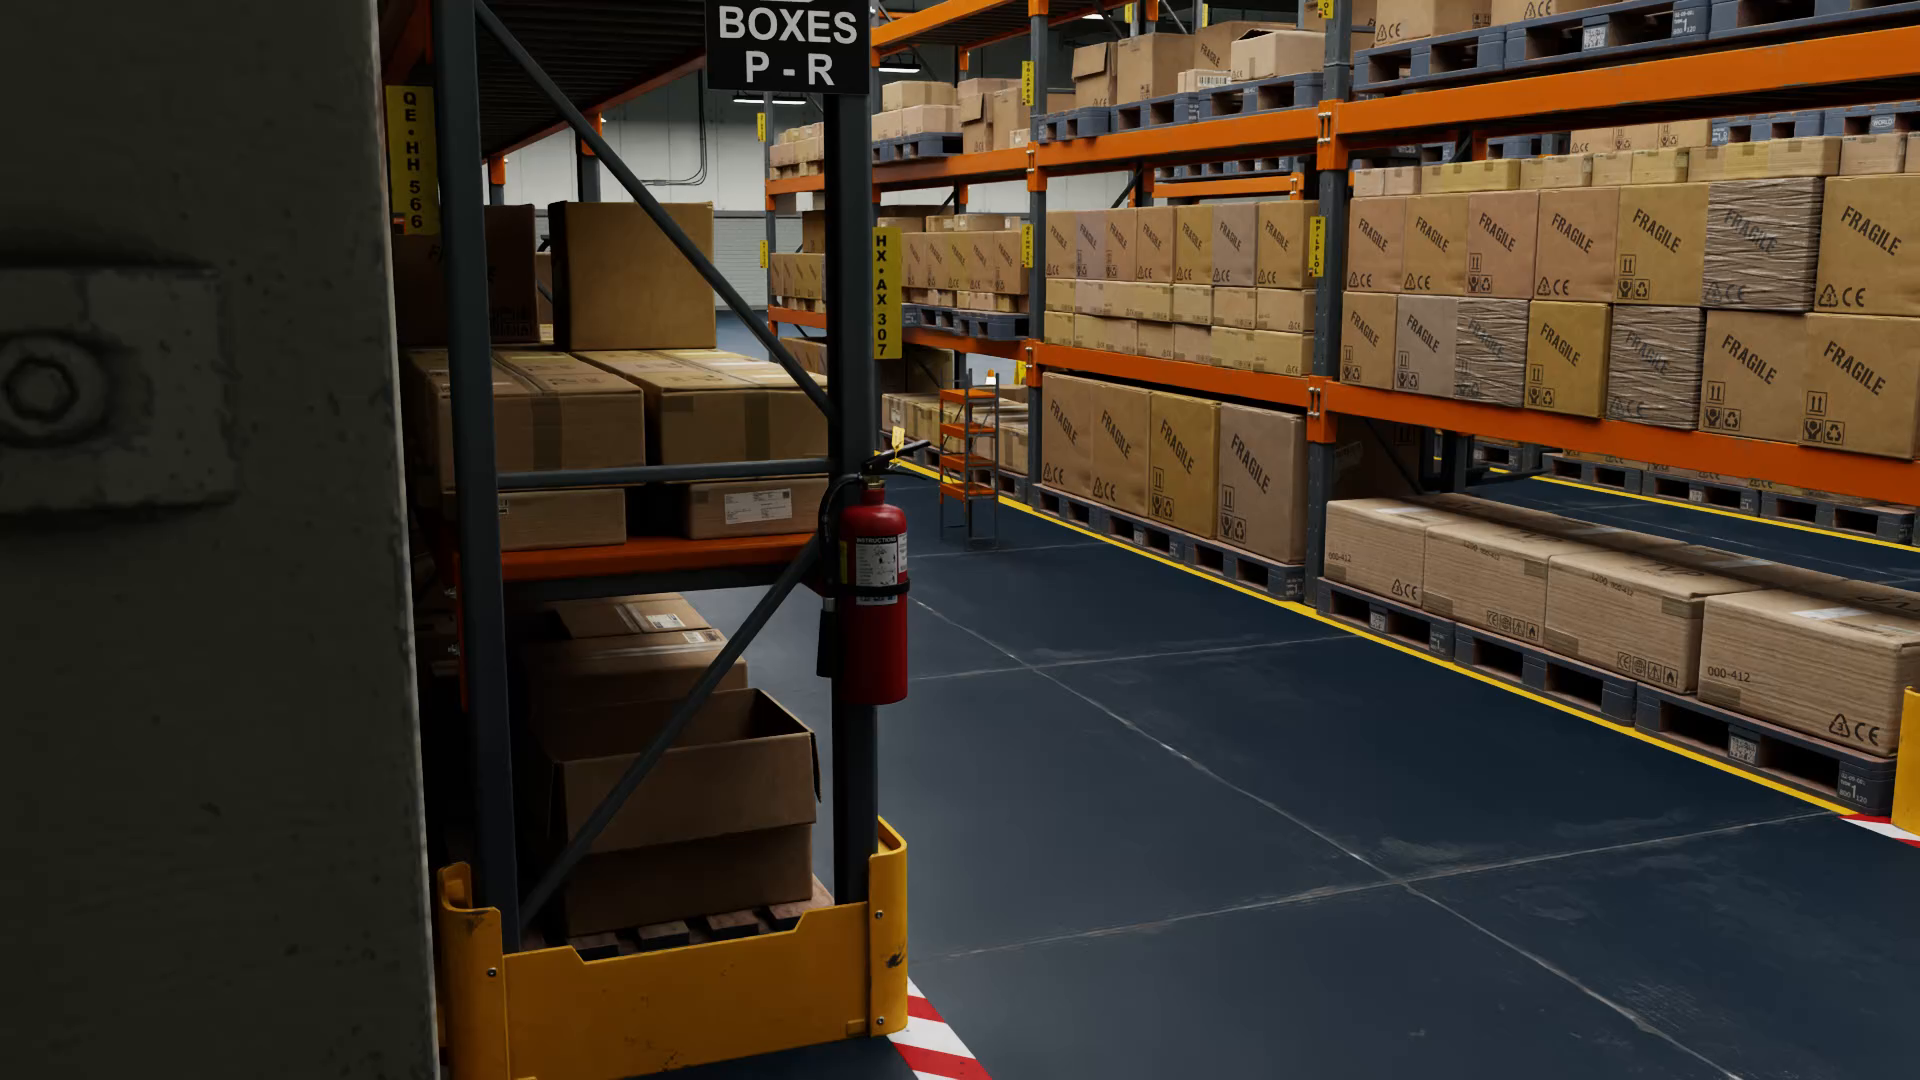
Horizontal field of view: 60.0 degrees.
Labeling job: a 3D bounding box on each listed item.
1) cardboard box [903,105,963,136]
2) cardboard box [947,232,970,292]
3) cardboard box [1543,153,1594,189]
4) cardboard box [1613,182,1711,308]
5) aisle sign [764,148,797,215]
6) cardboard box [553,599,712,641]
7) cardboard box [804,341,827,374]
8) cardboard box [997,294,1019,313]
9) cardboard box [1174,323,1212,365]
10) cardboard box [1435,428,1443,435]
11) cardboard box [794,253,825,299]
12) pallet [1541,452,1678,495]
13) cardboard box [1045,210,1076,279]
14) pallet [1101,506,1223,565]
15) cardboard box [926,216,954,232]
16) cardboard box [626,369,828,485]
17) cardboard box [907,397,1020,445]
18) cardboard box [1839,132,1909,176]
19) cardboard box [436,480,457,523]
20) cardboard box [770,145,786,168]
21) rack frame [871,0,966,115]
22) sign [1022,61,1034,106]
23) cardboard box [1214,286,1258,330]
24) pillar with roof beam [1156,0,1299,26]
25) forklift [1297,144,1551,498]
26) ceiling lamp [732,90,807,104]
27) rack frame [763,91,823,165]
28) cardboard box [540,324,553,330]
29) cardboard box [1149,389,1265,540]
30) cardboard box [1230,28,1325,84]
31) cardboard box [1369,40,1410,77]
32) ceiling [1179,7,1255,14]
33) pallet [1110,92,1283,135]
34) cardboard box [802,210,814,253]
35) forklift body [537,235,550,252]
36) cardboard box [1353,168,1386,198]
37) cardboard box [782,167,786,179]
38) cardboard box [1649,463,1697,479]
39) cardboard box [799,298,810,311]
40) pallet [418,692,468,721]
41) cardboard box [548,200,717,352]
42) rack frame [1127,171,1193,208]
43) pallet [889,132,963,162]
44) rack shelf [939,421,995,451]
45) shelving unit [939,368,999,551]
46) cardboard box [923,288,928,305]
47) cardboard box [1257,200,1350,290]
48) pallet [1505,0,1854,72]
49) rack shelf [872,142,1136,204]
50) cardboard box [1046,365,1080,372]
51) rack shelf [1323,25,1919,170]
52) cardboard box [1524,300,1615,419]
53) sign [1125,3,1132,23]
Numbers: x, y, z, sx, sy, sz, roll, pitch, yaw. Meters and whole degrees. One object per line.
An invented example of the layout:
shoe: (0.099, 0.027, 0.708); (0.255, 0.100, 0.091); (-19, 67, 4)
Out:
cardboard box: (-0.198, -3.755, 14.935); (0.500, 0.250, 0.500); (-4, 11, -22)
cardboard box: (0.221, -2.402, 14.329); (0.500, 0.500, 0.500); (-5, 11, -25)
cardboard box: (2.883, -1.667, 7.539); (0.380, 0.149, 0.250); (-4, 11, -21)
cardboard box: (3.136, -1.240, 6.993); (0.500, 0.500, 0.500); (-4, 11, -21)
aisle sign: (-2.184, -4.353, 20.209); (0.394, 0.787, 0.004); (-4, 11, -21)
cardboard box: (-1.205, 0.528, 6.130); (0.500, 0.500, 0.500); (-4, 11, -20)
cardboard box: (-1.461, -1.984, 18.826); (0.500, 0.500, 0.500); (-4, 11, -20)
cardboard box: (0.523, -1.937, 13.571); (0.380, 0.149, 0.250); (-4, 11, -20)
cardboard box: (1.730, -1.274, 10.751); (0.500, 0.250, 0.500); (-4, 11, -22)
cardboard box: (5.146, -1.454, 16.560); (1.050, 0.750, 0.750); (-4, 11, -20)
cardboard box: (-1.583, -3.016, 18.980); (0.500, 0.500, 0.500); (-4, 11, -22)
pallet: (5.885, -0.607, 14.534); (1.003, 0.211, 1.213); (-4, 11, -21)
cardboard box: (0.977, -2.222, 12.513); (0.500, 0.500, 0.500); (-4, 11, -23)
pallet: (1.680, -0.071, 11.525); (1.003, 0.211, 1.213); (-4, 11, -21)
cardboard box: (-0.093, -2.881, 15.173); (0.380, 0.149, 0.250); (-3, 11, -18)
cardboard box: (-0.613, -0.319, 4.533); (0.500, 0.250, 0.500); (-4, 11, -21)
cardboard box: (0.033, -1.140, 15.874); (0.950, 0.372, 0.625); (-3, 11, -17)
cardboard box: (3.494, -1.417, 6.137); (0.380, 0.149, 0.250); (-4, 11, -20)
cardboard box: (-1.280, -0.152, 4.731); (0.380, 0.149, 0.250); (-4, 11, -23)
cardboard box: (-1.939, -4.533, 19.658); (0.500, 0.250, 0.500); (-4, 11, -22)
rack frame: (-0.423, -5.383, 16.294); (1.000, 3.000, 0.127); (-4, 11, -21)
sign: (0.520, -3.474, 12.649); (0.100, 0.325, 0.005); (-4, 11, -21)
cardboard box: (1.901, -1.434, 10.222); (0.500, 0.250, 0.500); (-4, 11, -20)
pillar with roof beam: (9.564, -11.193, 48.955); (9.100, 9.000, 0.548); (-4, 11, -21)
forklift: (3.419, -1.692, 12.866); (3.031, 2.935, 1.130); (-7, 12, -34)
ceiling lamp: (-5.242, -13.460, 45.033); (2.000, 3.185, 0.800); (-4, 11, -21)
rack frame: (-1.873, -6.036, 19.965); (1.000, 3.000, 0.127); (-4, 11, -21)
cardboard box: (-1.737, -0.813, 7.311); (0.500, 0.250, 0.500); (-4, 11, -19)
cardboard box: (1.842, -0.527, 10.994); (0.875, 0.875, 0.875); (-4, 11, -19)
cardboard box: (1.961, -2.894, 9.921); (0.500, 0.311, 0.500); (-4, 11, -21)
cardboard box: (2.621, -2.845, 9.775); (0.396, 0.266, 0.258); (-4, 11, -21)
ceiling: (6.883, -15.439, 47.131); (6.000, 0.001, 6.000); (-4, 11, -21)
pallet: (1.717, -2.876, 11.306); (1.003, 0.211, 1.213); (-3, 11, -18)
cardboard box: (-1.484, -3.701, 19.977); (0.700, 0.500, 0.500); (-4, 11, -22)
forklift body: (-4.110, -2.155, 17.701); (2.313, 2.155, 1.214); (-4, 11, -21)
cardboard box: (2.348, -1.917, 8.943); (0.380, 0.149, 0.250); (-4, 11, -22)
cardboard box: (-1.877, -4.324, 19.620); (0.380, 0.149, 0.250); (-4, 11, -23)
cardboard box: (5.997, -0.786, 13.520); (0.500, 0.500, 0.500); (-4, 11, -22)
cardboard box: (-1.643, -2.717, 19.153); (0.380, 0.149, 0.250); (-4, 11, -19)
pallet: (-1.901, 0.677, 7.318); (1.003, 0.211, 1.213); (-4, 11, -21)
cardboard box: (-1.157, -0.933, 5.844); (0.500, 0.500, 0.500); (-4, 11, -19)
rack frame: (2.704, -3.413, 22.349); (1.000, 3.000, 0.127); (-4, 11, -21)
pallet: (0.080, -3.537, 15.018); (1.213, 0.211, 1.003); (-4, 11, -21)
rack shelf: (0.060, -0.718, 11.442); (0.258, 0.148, 0.480); (-4, 11, -21)
shelving unit: (0.060, -0.564, 11.469); (0.258, 1.200, 0.503); (-4, 11, -21)
cardboard box: (-0.119, -2.235, 15.241); (0.380, 0.149, 0.250); (-4, 11, -20)
cardboard box: (2.080, -1.722, 9.703); (0.500, 0.500, 0.500); (-4, 11, -19)
pallet: (3.201, -2.224, 7.351); (1.003, 0.211, 1.213); (-4, 11, -21)
rack shelf: (0.301, -3.226, 14.785); (1.077, 0.370, 4.000); (-4, 11, -21)
cardboard box: (1.225, -1.690, 17.635); (0.500, 0.500, 0.500); (-4, 11, -21)
rack shelf: (3.200, -1.920, 7.444); (1.077, 0.370, 4.000); (-4, 11, -21)
cardboard box: (2.941, -0.832, 7.551); (0.500, 0.500, 0.500); (-4, 11, -19)
sign: (2.185, -6.870, 21.535); (0.100, 0.325, 0.005); (-4, 11, -21)
